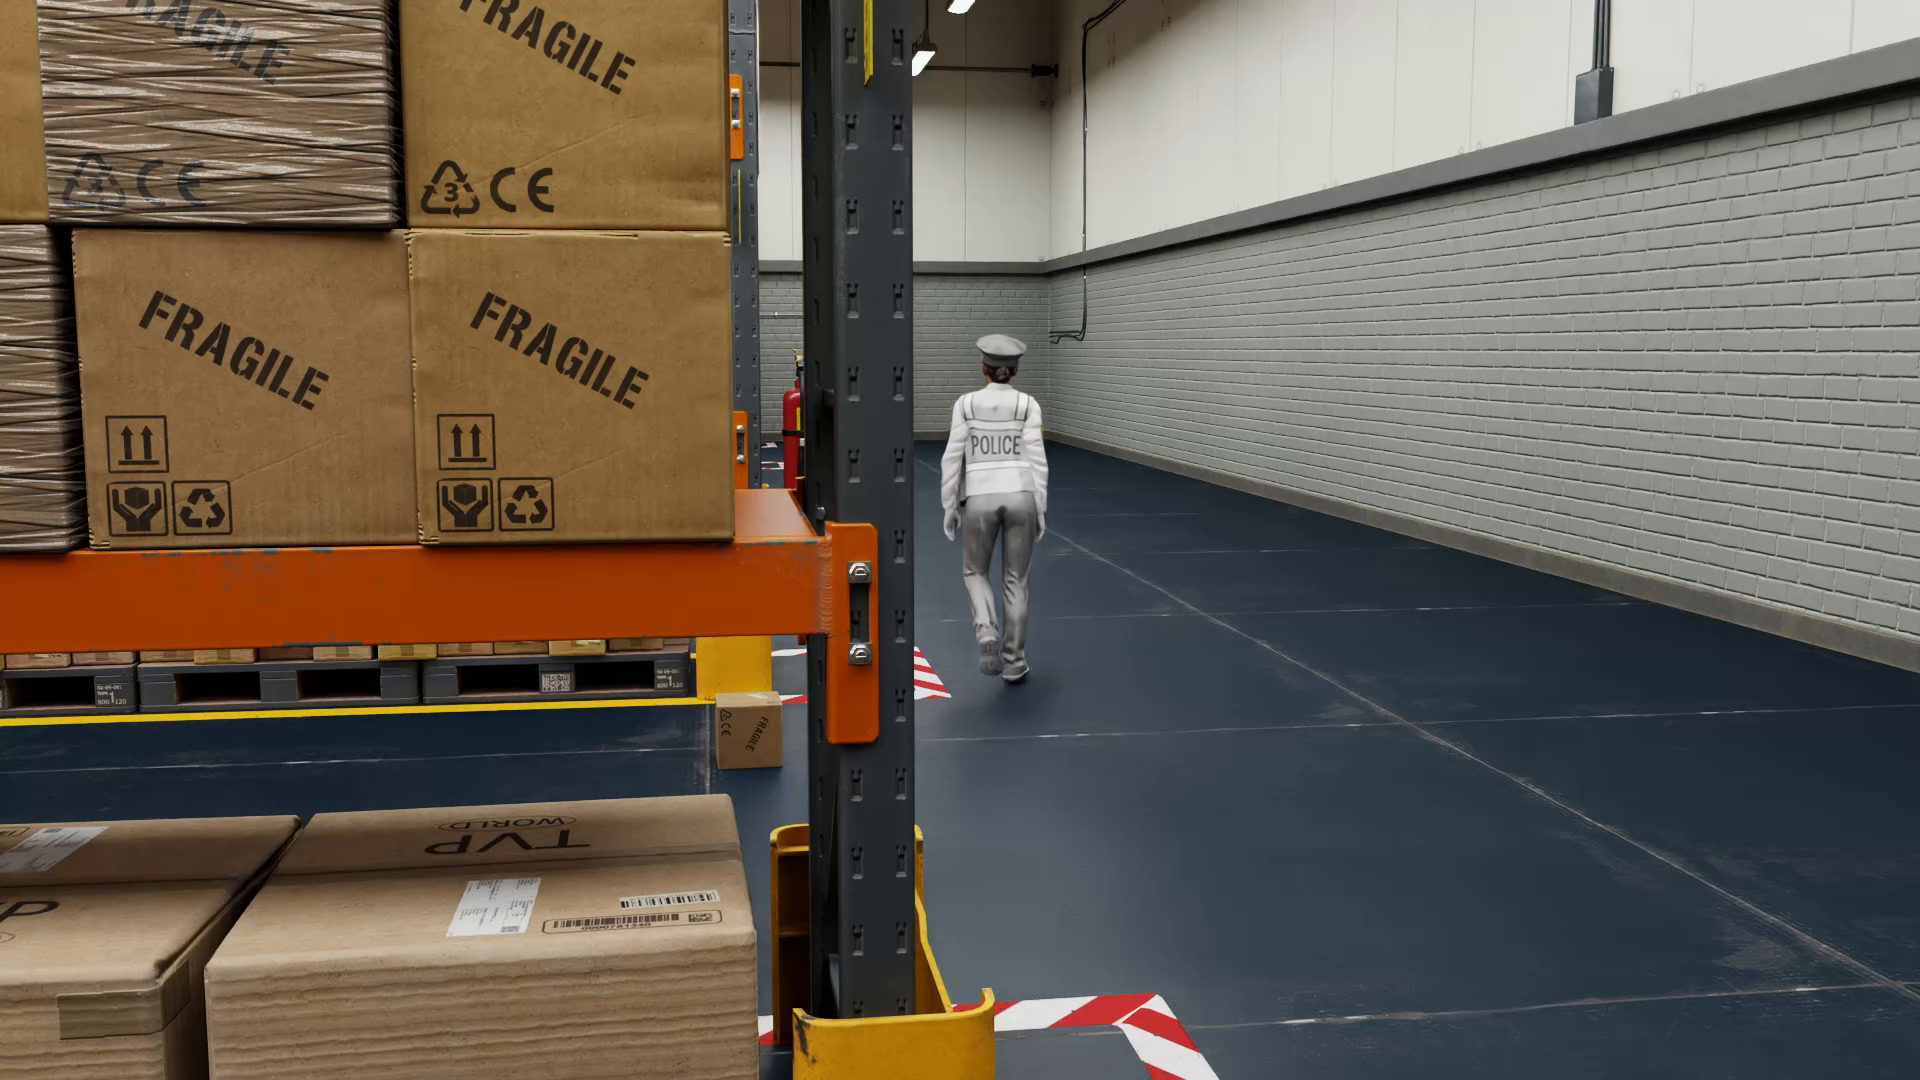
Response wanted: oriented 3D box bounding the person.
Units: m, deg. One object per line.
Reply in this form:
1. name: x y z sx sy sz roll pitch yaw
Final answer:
1. person: 0.161 -0.156 7.983 0.518 1.660 0.497 1 7 4
